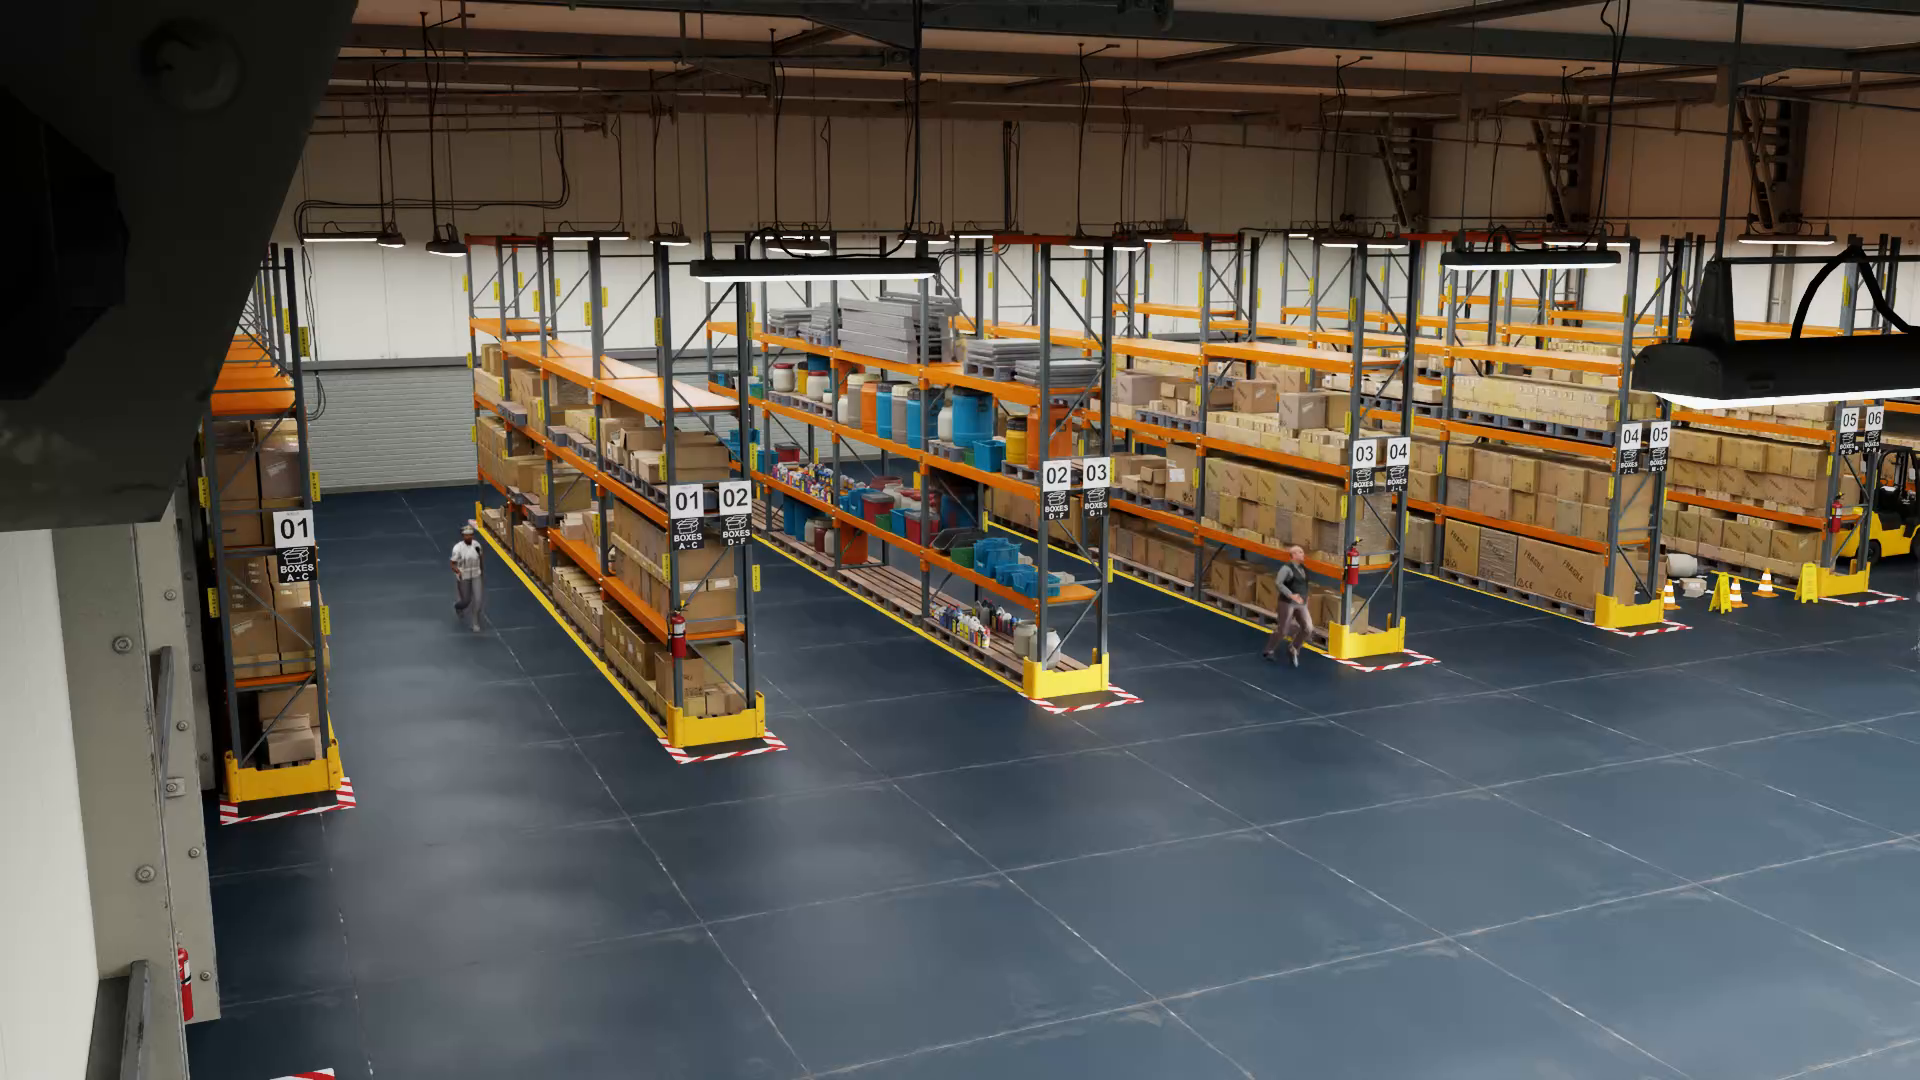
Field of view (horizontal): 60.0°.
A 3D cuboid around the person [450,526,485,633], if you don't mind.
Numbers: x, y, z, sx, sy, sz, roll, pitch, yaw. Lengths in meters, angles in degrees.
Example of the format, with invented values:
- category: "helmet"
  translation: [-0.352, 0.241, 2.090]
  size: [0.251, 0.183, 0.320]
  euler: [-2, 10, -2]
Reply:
- category: "person"
  translation: [-7.664, 0.567, 25.901]
  size: [0.565, 1.669, 0.761]
  euler: [-7, 13, -34]

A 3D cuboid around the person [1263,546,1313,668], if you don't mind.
- category: "person"
  translation: [4.777, 0.870, 23.743]
  size: [0.712, 1.576, 0.669]
  euler: [-7, 13, -33]
